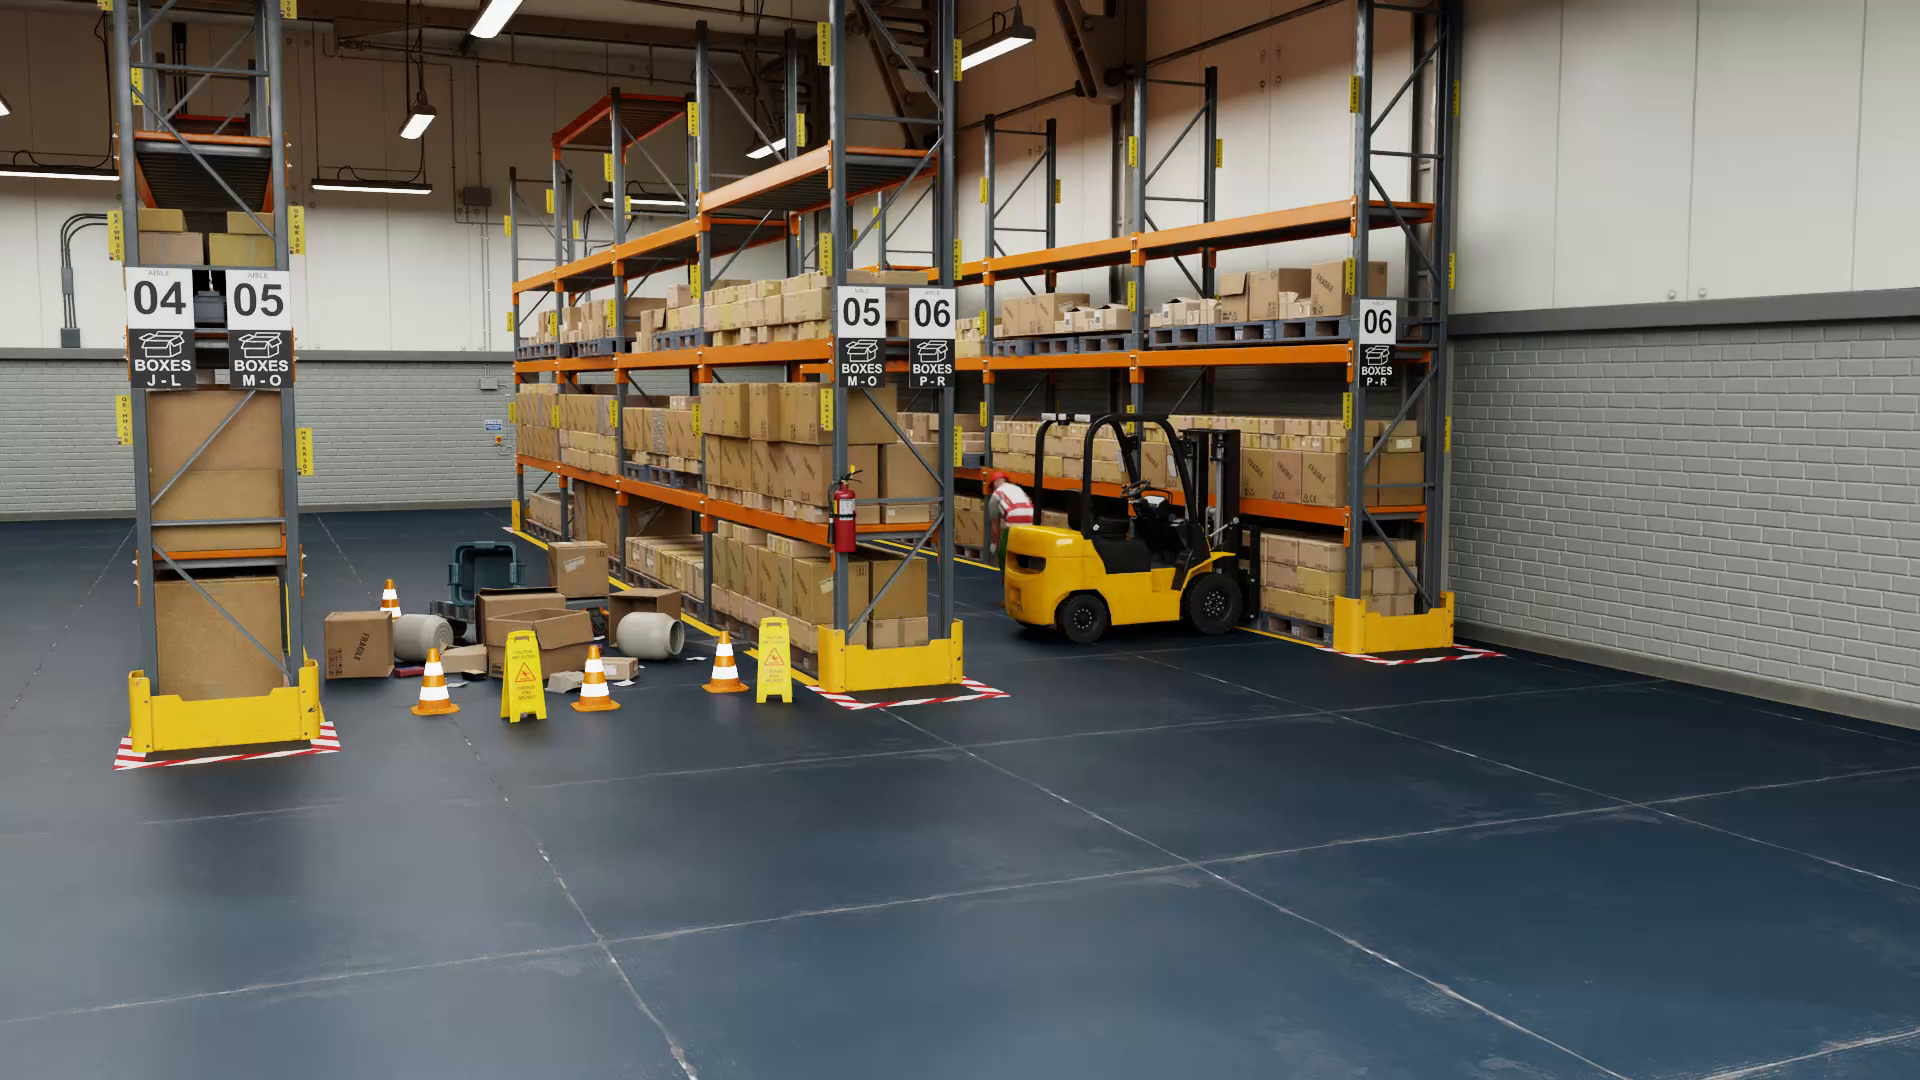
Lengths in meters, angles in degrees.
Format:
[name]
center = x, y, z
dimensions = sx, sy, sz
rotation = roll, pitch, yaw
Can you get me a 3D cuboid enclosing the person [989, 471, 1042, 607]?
[person]
center = 0.575, -0.015, 18.389
dimensions = 0.492, 1.478, 0.851
rotation = -3, 6, -25
